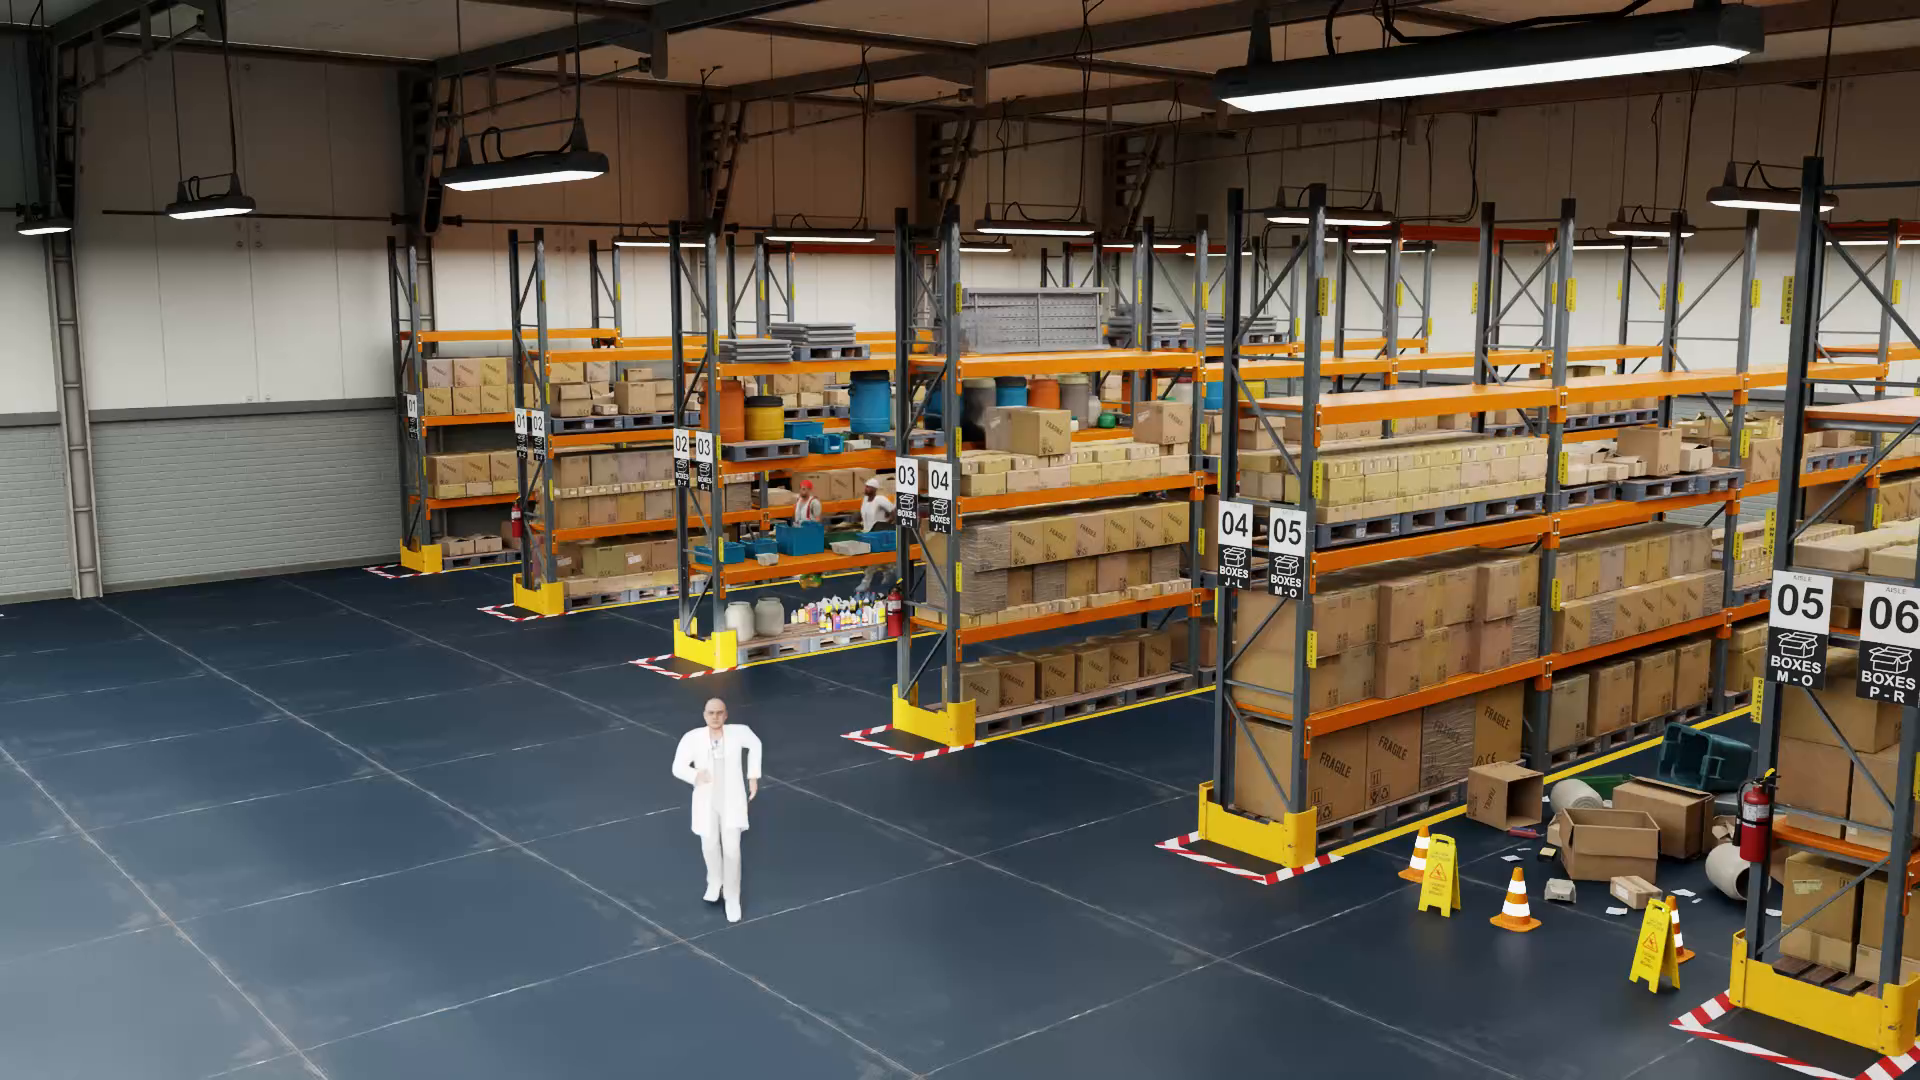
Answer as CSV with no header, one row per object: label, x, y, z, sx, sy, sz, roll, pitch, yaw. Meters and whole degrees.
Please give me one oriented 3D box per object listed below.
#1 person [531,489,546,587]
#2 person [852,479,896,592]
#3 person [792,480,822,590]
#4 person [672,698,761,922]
person,-7.121,-0.049,28.691,0.598,1.658,1.012,6,11,34
person,-1.360,-0.098,26.730,0.896,1.790,0.710,-7,11,-40
person,-2.490,-0.074,26.601,0.655,1.791,0.737,5,10,30
person,-1.995,2.206,13.701,0.709,1.856,0.840,-1,9,-4
